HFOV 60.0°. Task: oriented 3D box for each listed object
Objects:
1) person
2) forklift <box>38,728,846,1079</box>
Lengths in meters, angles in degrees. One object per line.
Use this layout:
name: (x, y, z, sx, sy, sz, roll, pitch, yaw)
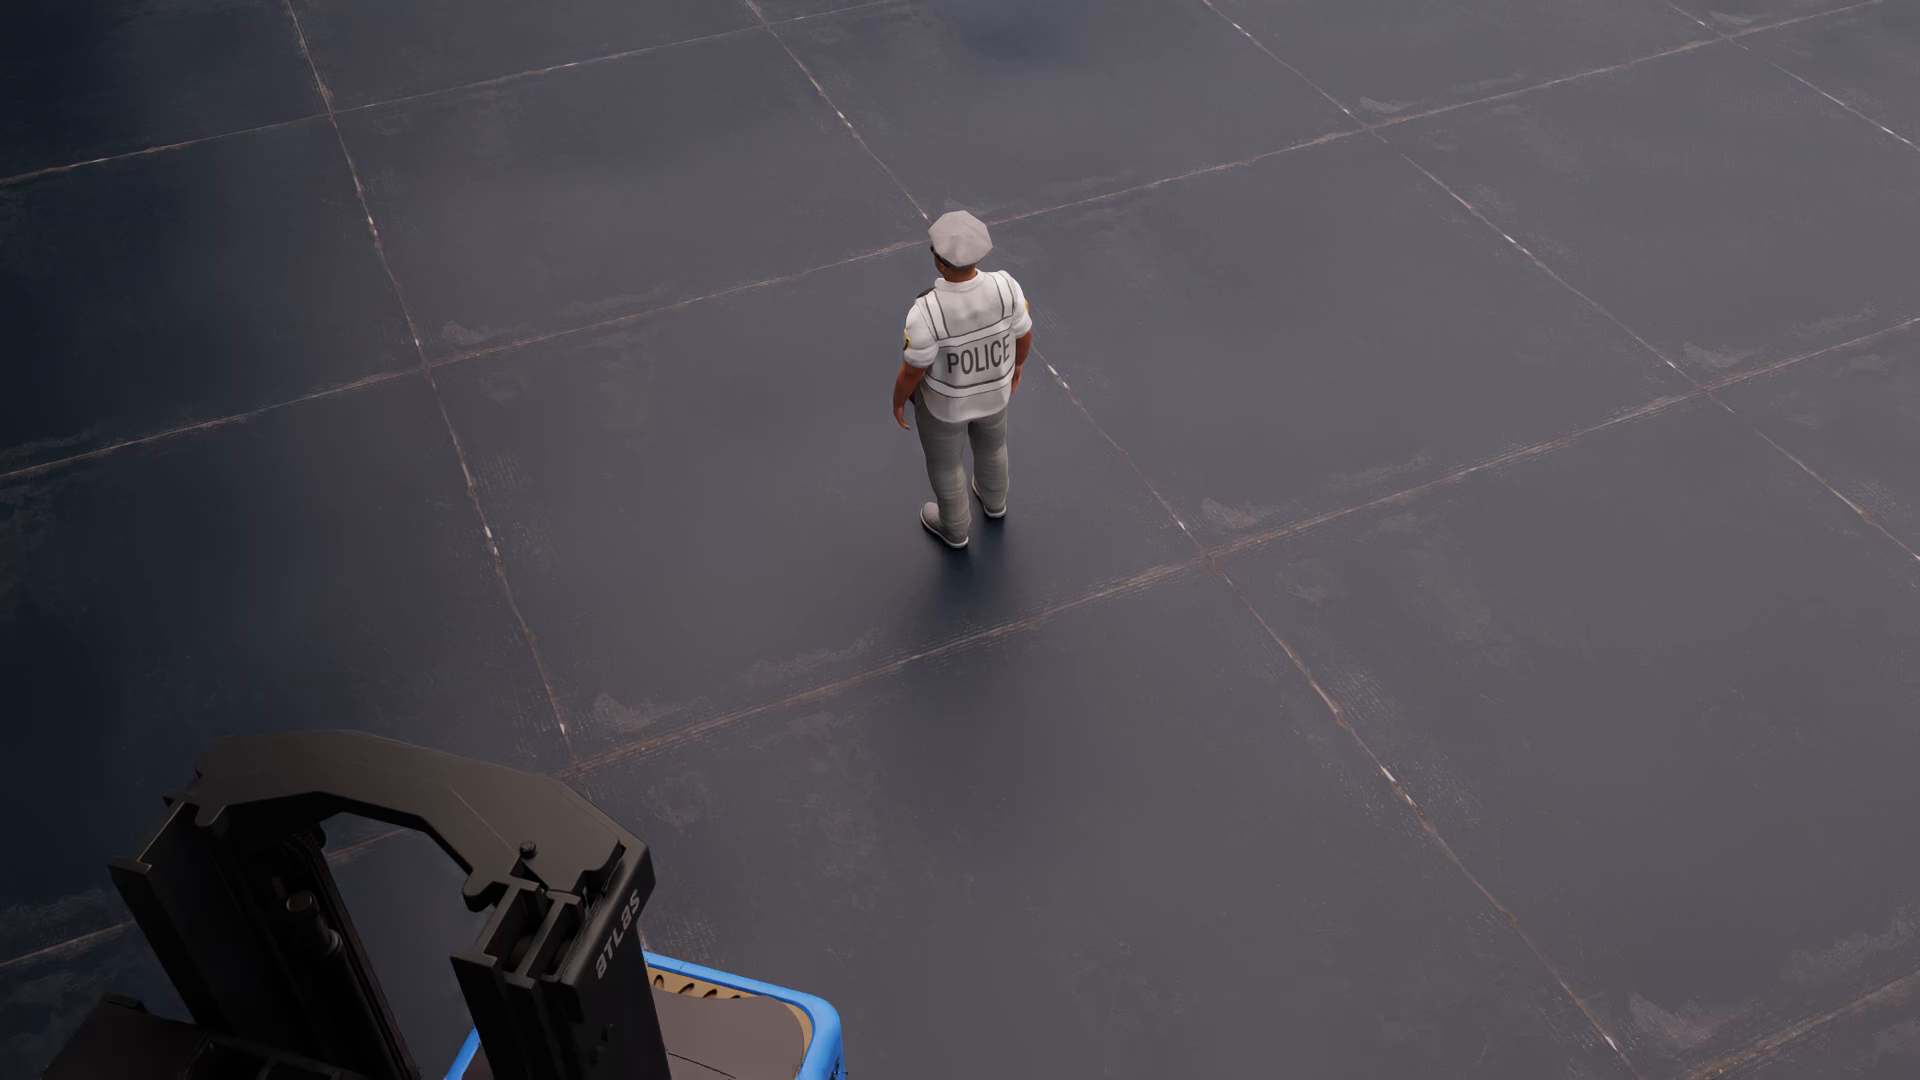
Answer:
person: (-0.022, -0.709, 7.270, 0.641, 1.780, 0.574, -18, 46, -18)
forklift: (-1.232, 1.930, 3.612, 1.130, 2.935, 3.031, 11, 44, 12)
